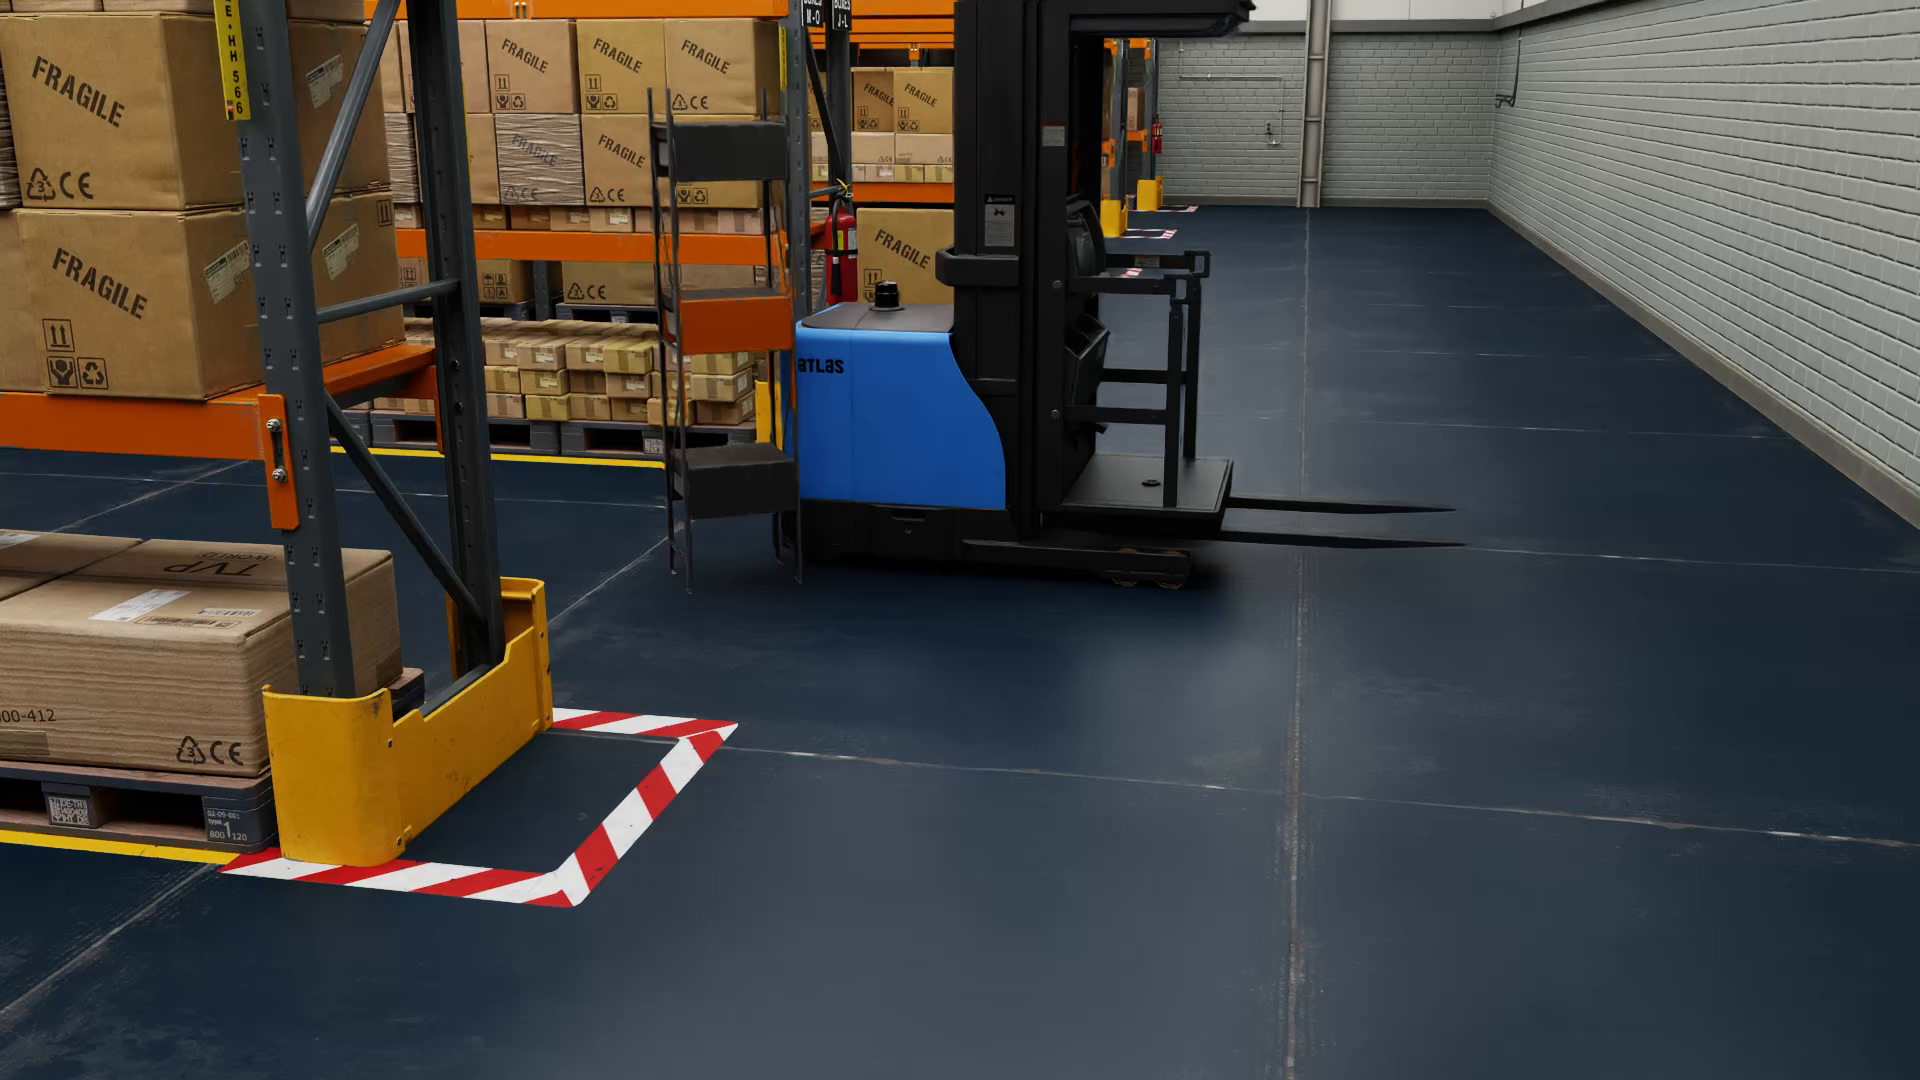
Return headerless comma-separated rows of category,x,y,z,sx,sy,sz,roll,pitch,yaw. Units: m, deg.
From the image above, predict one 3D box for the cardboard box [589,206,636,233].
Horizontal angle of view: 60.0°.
cardboard box,-1.922,-1.848,9.515,0.250,0.149,0.380,4,16,13

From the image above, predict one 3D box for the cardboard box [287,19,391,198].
cardboard box,-2.108,-1.315,5.061,0.500,0.500,0.500,3,16,10

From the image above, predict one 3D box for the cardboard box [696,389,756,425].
cardboard box,-1.364,-0.788,9.770,0.250,0.149,0.380,3,16,12

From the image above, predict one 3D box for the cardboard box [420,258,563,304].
cardboard box,-4.270,-2.698,15.306,0.875,0.875,1.225,3,16,11

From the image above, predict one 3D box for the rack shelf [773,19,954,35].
rack shelf,-0.692,-5.779,18.963,4.000,0.370,1.077,3,16,11

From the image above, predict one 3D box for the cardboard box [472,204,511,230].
cardboard box,-2.691,-1.909,9.737,0.250,0.149,0.380,3,16,12

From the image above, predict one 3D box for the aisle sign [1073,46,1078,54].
aisle sign,1.280,-5.746,18.246,0.004,0.787,0.394,3,16,11

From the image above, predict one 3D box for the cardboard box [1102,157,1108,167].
cardboard box,2.374,-6.446,28.323,0.250,0.149,0.380,3,16,10

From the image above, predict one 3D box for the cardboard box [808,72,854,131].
cardboard box,-1.135,-3.859,14.623,0.500,0.500,0.500,3,16,10

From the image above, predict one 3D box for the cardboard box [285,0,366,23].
cardboard box,-1.987,-1.619,4.943,0.250,0.149,0.380,3,16,12

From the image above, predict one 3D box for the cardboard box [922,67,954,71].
cardboard box,-0.247,-6.458,23.628,0.500,0.500,0.500,3,16,9

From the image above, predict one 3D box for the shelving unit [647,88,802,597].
shelving unit,-0.998,-0.844,7.103,0.503,2.100,0.431,-6,17,-21

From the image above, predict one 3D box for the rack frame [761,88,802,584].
rack frame,-0.771,-0.867,7.190,0.015,2.100,0.400,-6,17,-21

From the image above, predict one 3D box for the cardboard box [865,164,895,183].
cardboard box,-0.636,-3.117,14.095,0.250,0.149,0.380,3,16,11

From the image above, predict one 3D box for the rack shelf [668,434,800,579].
rack shelf,-0.999,-0.156,7.293,0.480,0.518,0.431,-6,17,-21

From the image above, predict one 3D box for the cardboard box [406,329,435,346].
cardboard box,-3.138,-1.175,10.053,0.250,0.149,0.380,2,16,9

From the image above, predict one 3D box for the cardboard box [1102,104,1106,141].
cardboard box,1.765,-5.870,23.376,0.500,0.500,0.500,4,16,13

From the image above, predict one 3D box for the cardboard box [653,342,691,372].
cardboard box,-1.611,-1.091,9.751,0.250,0.149,0.380,3,16,12

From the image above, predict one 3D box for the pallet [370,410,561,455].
pallet,-2.862,-0.764,10.354,1.213,0.211,1.003,3,16,11

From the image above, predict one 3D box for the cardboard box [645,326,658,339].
cardboard box,-1.768,-1.248,10.317,0.250,0.149,0.380,3,16,11

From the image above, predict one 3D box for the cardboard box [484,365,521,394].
cardboard box,-2.648,-0.981,9.910,0.250,0.149,0.380,4,16,14

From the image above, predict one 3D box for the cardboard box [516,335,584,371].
cardboard box,-2.406,-1.102,9.790,0.250,0.149,0.380,4,16,13

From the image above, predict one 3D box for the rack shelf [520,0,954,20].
rack shelf,-1.679,-4.483,14.286,4.000,0.370,1.077,3,16,11

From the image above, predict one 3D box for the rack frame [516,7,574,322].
rack frame,-3.639,-3.491,14.974,0.127,3.000,1.000,3,16,11

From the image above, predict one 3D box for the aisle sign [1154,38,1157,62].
aisle sign,3.252,-8.336,27.595,0.004,0.787,0.394,3,16,11

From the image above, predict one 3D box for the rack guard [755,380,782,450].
rack guard,-0.881,-0.785,9.890,0.348,0.500,1.175,3,16,11

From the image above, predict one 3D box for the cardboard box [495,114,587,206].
cardboard box,-2.301,-2.187,9.524,0.500,0.500,0.500,3,16,11

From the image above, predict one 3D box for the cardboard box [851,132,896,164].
cardboard box,-0.744,-3.332,14.127,0.500,0.250,0.500,3,16,10

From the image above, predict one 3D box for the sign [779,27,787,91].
sign,-0.937,-2.552,8.824,0.005,0.325,0.100,3,16,11

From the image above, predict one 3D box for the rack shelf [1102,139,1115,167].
rack shelf,0.298,-5.629,24.041,4.000,0.370,1.077,3,16,11

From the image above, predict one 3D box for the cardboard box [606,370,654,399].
cardboard box,-1.891,-0.938,9.756,0.250,0.149,0.380,2,16,9

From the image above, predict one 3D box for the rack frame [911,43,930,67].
rack frame,-0.678,-7.378,29.008,0.127,3.000,1.000,3,16,11

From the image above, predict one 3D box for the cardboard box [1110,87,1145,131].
cardboard box,2.740,-7.334,28.288,0.700,0.700,0.980,4,16,14

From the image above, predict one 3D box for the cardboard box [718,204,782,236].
cardboard box,-1.183,-1.808,9.370,0.250,0.149,0.380,3,16,11

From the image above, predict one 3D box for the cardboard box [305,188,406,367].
cardboard box,-2.107,-0.834,5.197,0.500,0.500,0.500,3,16,11

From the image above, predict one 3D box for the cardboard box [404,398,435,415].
cardboard box,-3.154,-0.865,10.050,0.250,0.149,0.380,3,16,10

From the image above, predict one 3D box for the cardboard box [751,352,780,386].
cardboard box,-1.269,-1.052,10.169,0.250,0.149,0.380,4,16,13

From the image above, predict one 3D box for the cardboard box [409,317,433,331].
cardboard box,-3.300,-1.324,10.591,0.250,0.149,0.380,2,16,8

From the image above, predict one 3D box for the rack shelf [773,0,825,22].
rack shelf,-2.767,-3.191,9.621,4.000,0.370,1.077,3,16,11

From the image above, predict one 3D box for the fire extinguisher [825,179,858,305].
fire extinguisher,-0.652,-1.635,9.117,0.183,0.674,0.296,3,16,11

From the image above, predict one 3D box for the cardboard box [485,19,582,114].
cardboard box,-2.313,-2.671,9.396,0.500,0.500,0.500,4,16,14

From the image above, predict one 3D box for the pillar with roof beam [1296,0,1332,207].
pillar with roof beam,5.202,-9.013,23.671,0.400,9.000,9.100,3,16,11

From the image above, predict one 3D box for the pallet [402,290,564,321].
pallet,-4.410,-2.168,15.423,1.213,0.211,1.003,3,16,11

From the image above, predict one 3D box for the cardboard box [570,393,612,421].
cardboard box,-2.123,-0.821,9.891,0.250,0.149,0.380,3,16,12

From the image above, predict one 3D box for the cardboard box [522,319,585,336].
cardboard box,-2.546,-1.282,10.442,0.250,0.149,0.380,3,16,12

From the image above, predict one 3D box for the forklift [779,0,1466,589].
forklift,0.751,-1.354,7.389,3.031,2.935,1.130,3,16,12

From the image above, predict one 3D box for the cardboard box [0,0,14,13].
cardboard box,-2.609,-1.494,4.490,0.250,0.149,0.380,3,16,11

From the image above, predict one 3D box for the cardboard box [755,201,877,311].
cardboard box,-1.254,-2.518,14.656,0.875,0.875,0.875,3,16,11

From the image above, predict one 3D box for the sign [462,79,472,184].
sign,-1.578,-1.286,5.244,0.005,0.325,0.100,3,16,11

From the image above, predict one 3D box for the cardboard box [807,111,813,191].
cardboard box,-1.192,-2.273,9.835,0.500,0.500,0.500,4,16,14

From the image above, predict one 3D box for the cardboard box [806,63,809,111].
cardboard box,-1.194,-2.752,9.692,0.500,0.500,0.500,3,16,11

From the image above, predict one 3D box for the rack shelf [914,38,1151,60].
rack shelf,1.282,-8.370,28.319,4.000,0.370,1.077,3,16,11
